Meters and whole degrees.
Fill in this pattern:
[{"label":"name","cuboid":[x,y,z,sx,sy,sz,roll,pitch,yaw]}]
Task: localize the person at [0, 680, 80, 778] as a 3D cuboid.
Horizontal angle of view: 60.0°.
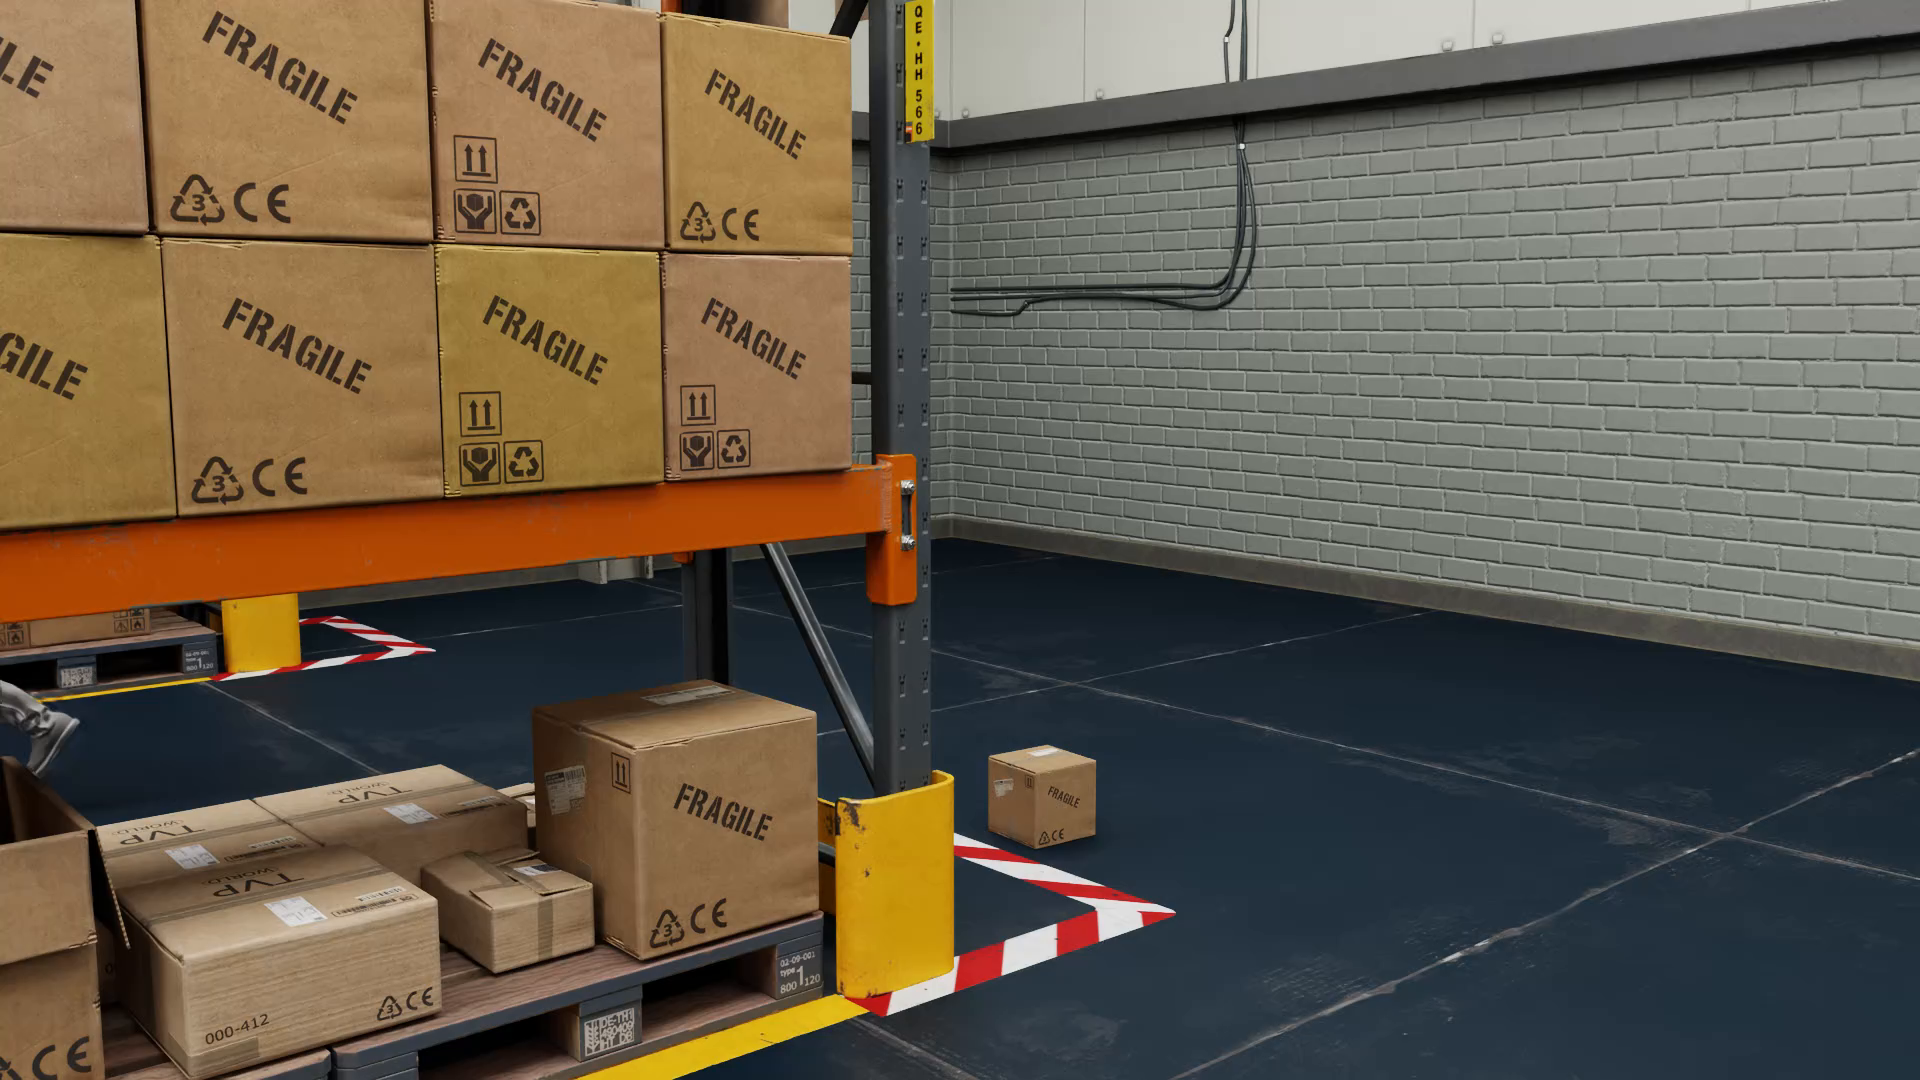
[{"label":"person","cuboid":[-3.389,0.066,5.582,0.743,1.666,0.490,-1,8,-8]}]
